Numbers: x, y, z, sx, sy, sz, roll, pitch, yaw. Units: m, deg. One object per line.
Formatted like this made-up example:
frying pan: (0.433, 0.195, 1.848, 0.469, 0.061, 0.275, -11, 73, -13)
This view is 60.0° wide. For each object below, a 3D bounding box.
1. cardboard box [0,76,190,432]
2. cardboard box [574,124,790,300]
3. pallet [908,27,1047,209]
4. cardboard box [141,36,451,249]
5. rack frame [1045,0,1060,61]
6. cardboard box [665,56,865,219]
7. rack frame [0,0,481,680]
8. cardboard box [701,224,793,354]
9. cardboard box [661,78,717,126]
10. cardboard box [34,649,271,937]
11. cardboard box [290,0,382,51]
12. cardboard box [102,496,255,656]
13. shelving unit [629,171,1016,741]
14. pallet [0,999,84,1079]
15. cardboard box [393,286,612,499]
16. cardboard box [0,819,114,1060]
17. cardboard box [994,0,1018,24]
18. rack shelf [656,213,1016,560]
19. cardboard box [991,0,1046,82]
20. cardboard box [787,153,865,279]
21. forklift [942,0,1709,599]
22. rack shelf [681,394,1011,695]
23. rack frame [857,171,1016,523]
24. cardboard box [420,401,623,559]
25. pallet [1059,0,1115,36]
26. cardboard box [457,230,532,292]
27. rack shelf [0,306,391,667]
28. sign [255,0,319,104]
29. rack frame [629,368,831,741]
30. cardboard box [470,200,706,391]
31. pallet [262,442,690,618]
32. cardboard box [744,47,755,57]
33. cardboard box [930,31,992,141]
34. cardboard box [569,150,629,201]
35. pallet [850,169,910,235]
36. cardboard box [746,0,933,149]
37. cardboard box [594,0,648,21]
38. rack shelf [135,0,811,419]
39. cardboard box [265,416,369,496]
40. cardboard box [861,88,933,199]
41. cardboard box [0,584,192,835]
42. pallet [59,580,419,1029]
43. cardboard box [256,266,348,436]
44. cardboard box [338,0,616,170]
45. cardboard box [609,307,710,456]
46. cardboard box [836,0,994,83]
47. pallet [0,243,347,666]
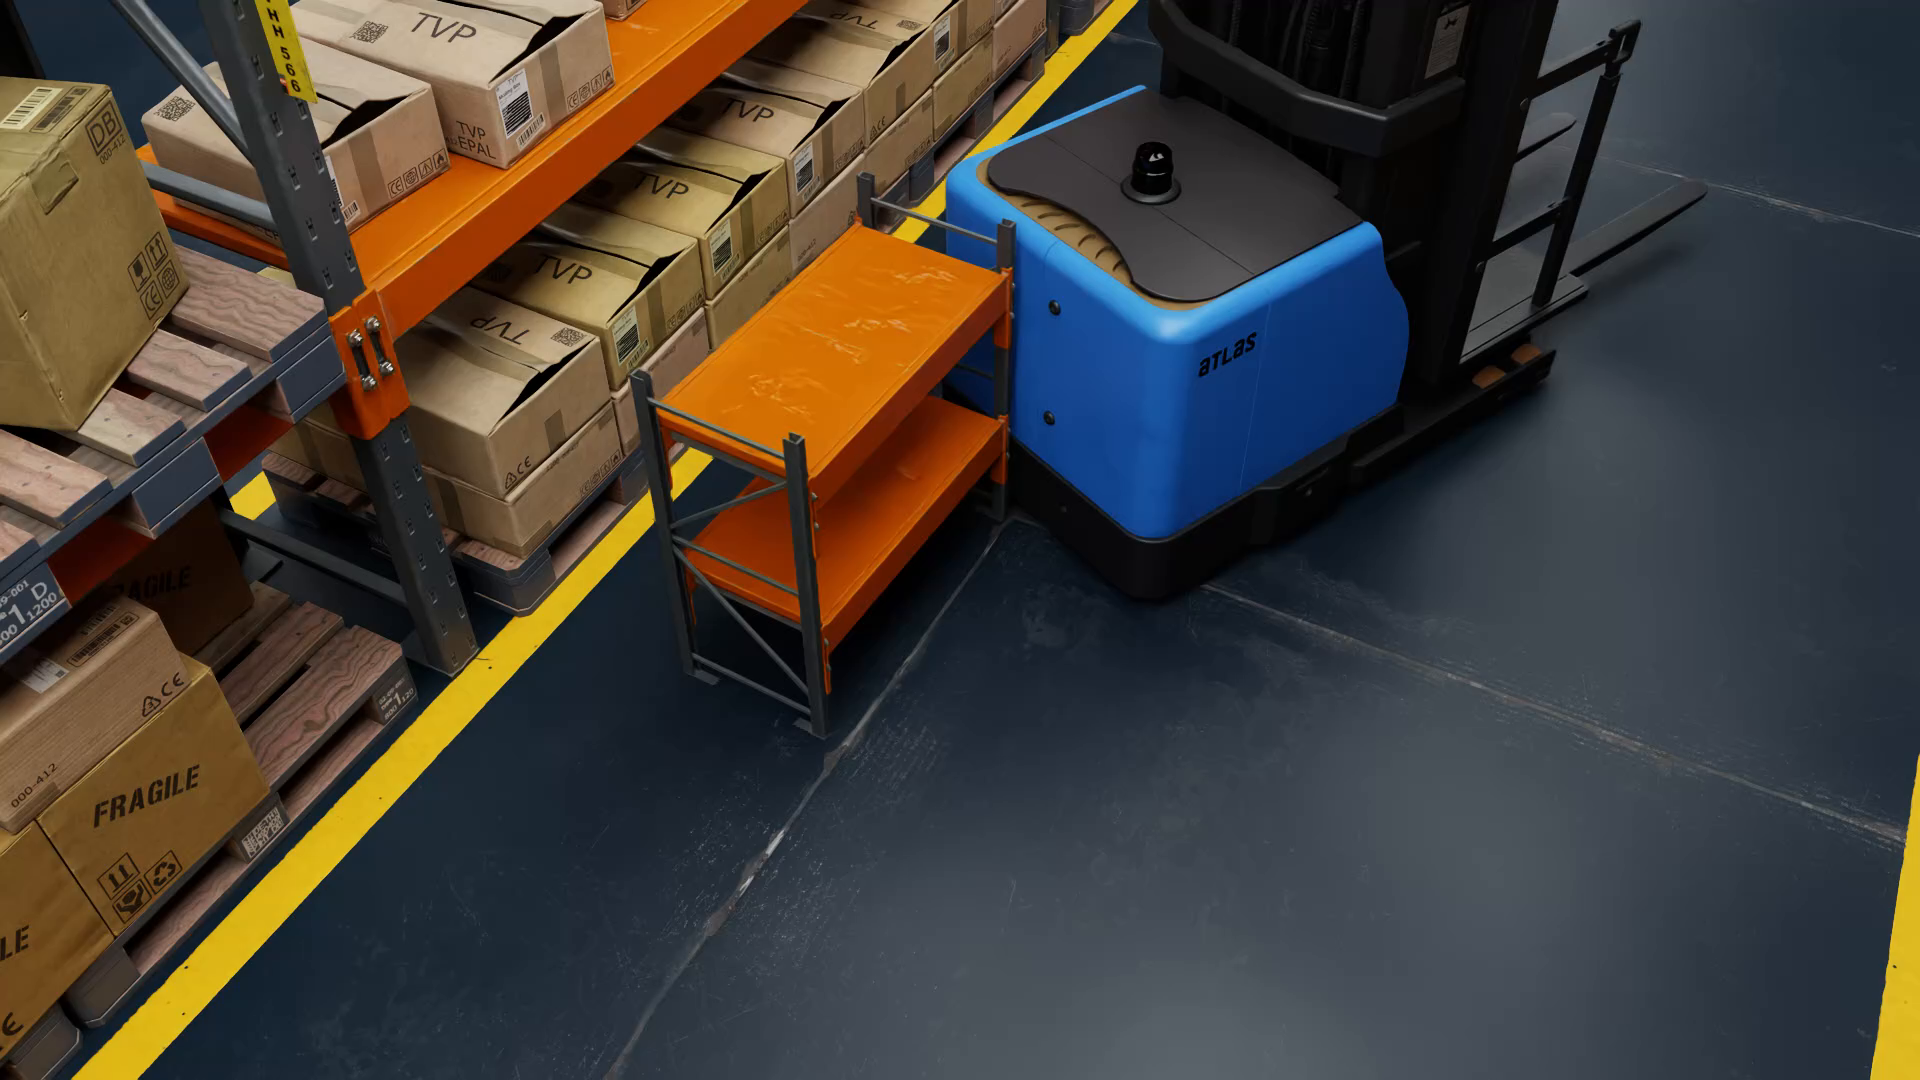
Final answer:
cardboard box: (-2.082, -0.599, 3.367, 0.700, 0.500, 0.500, 6, 46, 6)
cardboard box: (-0.911, -1.115, 5.487, 0.500, 0.311, 0.500, 19, 48, 18)
pallet: (-0.340, -1.913, 6.992, 1.003, 0.211, 1.213, 20, 49, 19)
cardboard box: (-1.682, -1.033, 4.225, 0.500, 0.311, 0.500, 23, 50, 21)
rack frame: (-0.033, -3.370, 6.471, 1.000, 3.000, 0.127, 20, 49, 19)
cardboard box: (-0.673, -1.439, 5.807, 0.500, 0.311, 0.500, 20, 49, 19)
rack frame: (-1.890, -0.850, 3.981, 1.000, 3.000, 0.127, 20, 49, 19)
cardboard box: (-0.918, -0.910, 5.679, 0.500, 0.250, 0.500, 19, 48, 18)
cardboard box: (-1.158, -1.601, 5.967, 0.500, 0.311, 0.500, 22, 49, 20)
cardboard box: (-2.116, 0.541, 4.055, 0.500, 0.500, 0.500, 22, 49, 21)
cardboard box: (-1.717, -1.419, 4.721, 0.380, 0.149, 0.250, 20, 49, 19)
cardboard box: (-2.354, 0.066, 4.523, 0.500, 0.500, 0.500, 22, 49, 21)
shelving unit: (-0.328, -0.239, 4.695, 0.538, 1.125, 1.048, 23, 50, 21)
pallet: (-2.837, 1.354, 3.764, 1.003, 0.211, 1.213, 20, 49, 19)
cardboard box: (-1.387, -0.461, 4.840, 0.500, 0.311, 0.500, 22, 49, 20)
cardboard box: (-2.357, 0.867, 3.733, 0.500, 0.500, 0.500, 19, 48, 18)
cardboard box: (0.033, -2.398, 6.755, 0.500, 0.311, 0.500, 20, 49, 19)
rack shelf: (-0.328, -0.445, 4.487, 0.538, 0.278, 1.000, 23, 50, 21)
cardboard box: (0.031, -2.194, 6.947, 0.500, 0.250, 0.500, 20, 49, 19)
cardboard box: (-0.680, -1.233, 5.998, 0.500, 0.250, 0.500, 21, 49, 20)
forklift: (1.418, -1.728, 4.897, 3.031, 2.935, 1.130, -29, 52, -26)
rack shelf: (-0.328, -0.067, 4.869, 0.538, 0.278, 1.000, 23, 50, 21)
rack frame: (-0.069, -0.550, 5.003, 0.500, 1.125, 0.032, 23, 50, 21)
cardboard box: (-1.387, -0.264, 5.040, 0.500, 0.250, 0.500, 20, 49, 19)
pallet: (0.373, -2.877, 7.945, 1.003, 0.211, 1.213, 20, 49, 19)
cardboard box: (-1.629, -0.969, 5.342, 0.500, 0.311, 0.500, 20, 49, 18)
rack shelf: (-2.818, 0.663, 2.992, 1.077, 0.370, 4.000, 20, 49, 19)
sign: (-1.405, -1.056, 3.426, 0.100, 0.325, 0.005, 20, 49, 19)
rack frame: (-0.588, 0.072, 4.388, 0.500, 1.125, 0.032, 23, 50, 21)
cardboard box: (-1.150, -0.795, 5.170, 0.500, 0.311, 0.500, 19, 48, 18)
pallet: (-1.473, -0.375, 5.473, 1.003, 0.211, 1.213, 20, 49, 19)
cardboard box: (-0.922, -1.930, 6.292, 0.500, 0.311, 0.500, 19, 48, 18)
cardboard box: (-0.205, -1.876, 6.633, 0.500, 0.250, 0.500, 20, 49, 18)
cardboard box: (-1.393, -1.286, 5.656, 0.500, 0.311, 0.500, 20, 49, 19)
pallet: (-0.906, -1.141, 6.229, 1.003, 0.211, 1.213, 20, 49, 19)
cardboard box: (-0.437, -1.755, 6.119, 0.500, 0.311, 0.500, 20, 49, 19)
cardboard box: (-1.125, -1.948, 4.996, 0.500, 0.500, 0.500, 18, 48, 17)
rack shelf: (-0.961, -1.857, 5.482, 1.077, 0.370, 4.000, 20, 49, 19)
cardboard box: (-1.862, -0.443, 5.217, 0.500, 0.250, 0.500, 22, 49, 20)
cardboard box: (-0.442, -1.553, 6.314, 0.500, 0.250, 0.500, 21, 49, 20)
cardboard box: (-2.139, 0.314, 3.752, 0.500, 0.250, 0.500, 22, 49, 21)
pallet: (-2.270, 0.588, 4.520, 1.003, 0.211, 1.213, 20, 49, 19)
cardboard box: (-1.865, -0.639, 5.017, 0.500, 0.311, 0.500, 22, 49, 20)
cardboard box: (-1.303, -1.318, 4.506, 0.500, 0.311, 0.500, 20, 49, 19)
cardboard box: (-1.154, -0.581, 5.353, 0.500, 0.250, 0.500, 19, 48, 18)
cardboard box: (-0.203, -2.068, 6.429, 0.500, 0.311, 0.500, 22, 49, 20)
pallet: (-2.142, -0.332, 3.604, 1.213, 0.211, 1.003, 20, 49, 19)
